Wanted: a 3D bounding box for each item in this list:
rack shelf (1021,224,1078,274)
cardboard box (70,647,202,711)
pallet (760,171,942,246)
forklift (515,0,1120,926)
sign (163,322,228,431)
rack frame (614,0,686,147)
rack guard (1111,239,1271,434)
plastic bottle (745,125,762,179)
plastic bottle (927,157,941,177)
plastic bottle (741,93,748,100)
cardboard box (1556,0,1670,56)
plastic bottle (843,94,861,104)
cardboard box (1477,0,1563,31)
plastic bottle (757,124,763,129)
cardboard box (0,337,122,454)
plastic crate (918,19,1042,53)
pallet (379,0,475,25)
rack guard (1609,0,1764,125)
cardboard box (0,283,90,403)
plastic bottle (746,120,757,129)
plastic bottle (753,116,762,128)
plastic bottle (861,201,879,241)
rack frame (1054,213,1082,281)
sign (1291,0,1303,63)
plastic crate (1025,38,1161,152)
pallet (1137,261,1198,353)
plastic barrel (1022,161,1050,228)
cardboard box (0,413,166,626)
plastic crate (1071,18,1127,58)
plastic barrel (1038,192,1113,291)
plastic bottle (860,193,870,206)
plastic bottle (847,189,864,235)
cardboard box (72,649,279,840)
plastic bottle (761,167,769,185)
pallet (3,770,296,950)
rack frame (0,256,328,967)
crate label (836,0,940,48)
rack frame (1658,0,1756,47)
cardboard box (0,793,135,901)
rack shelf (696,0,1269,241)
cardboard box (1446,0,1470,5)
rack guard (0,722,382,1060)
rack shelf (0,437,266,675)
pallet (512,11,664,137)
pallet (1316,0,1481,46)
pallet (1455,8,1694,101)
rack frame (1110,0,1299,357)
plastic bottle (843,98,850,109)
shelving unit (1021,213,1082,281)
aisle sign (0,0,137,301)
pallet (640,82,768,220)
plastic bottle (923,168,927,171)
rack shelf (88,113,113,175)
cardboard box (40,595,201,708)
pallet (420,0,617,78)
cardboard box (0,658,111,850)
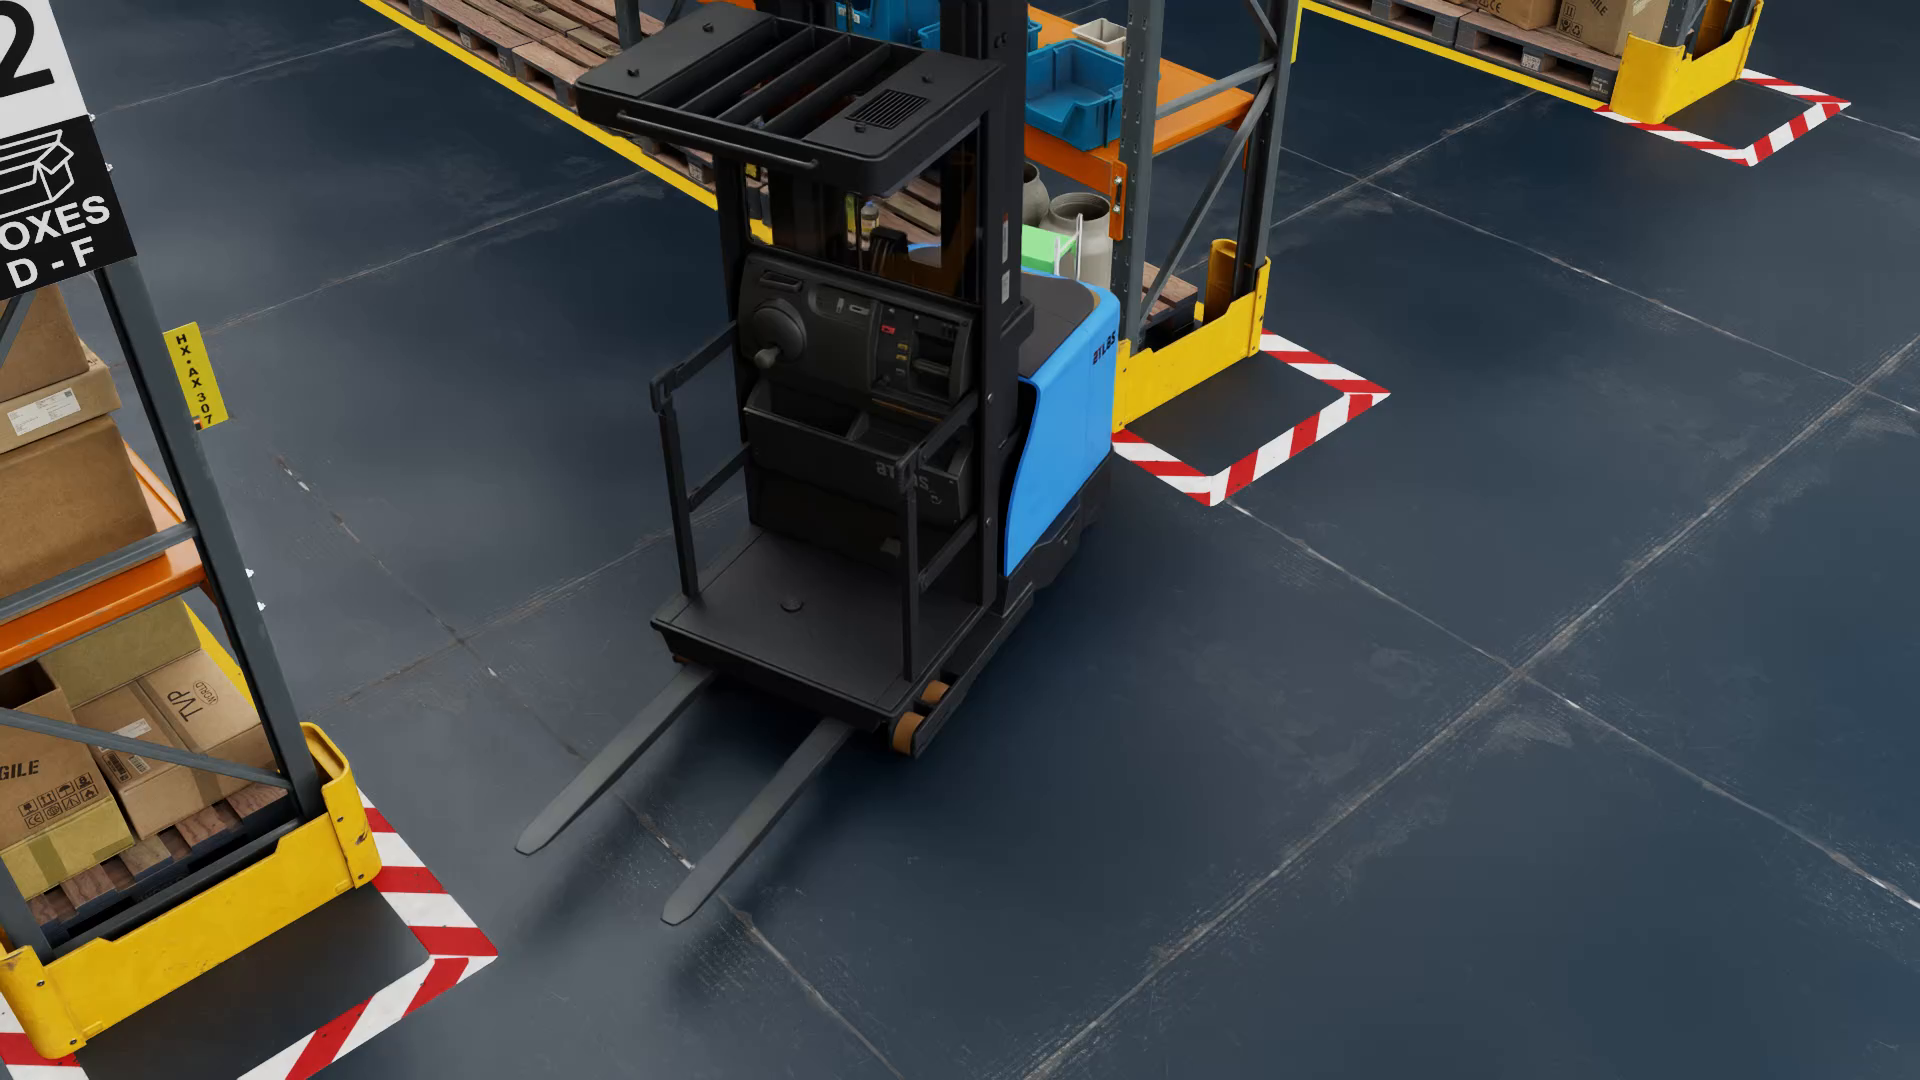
[{"bbox_3d":[0.242,-1.248,7.178,0.480,0.148,0.258,19,43,22],"label":"rack shelf"},{"bbox_3d":[-3.103,0.478,6.125,0.500,0.250,0.500,-30,48,-32],"label":"cardboard box"},{"bbox_3d":[-0.364,-1.832,9.350,1.003,0.211,1.213,-30,48,-32],"label":"pallet"},{"bbox_3d":[-0.481,-0.657,5.731,1.130,2.935,3.031,19,43,22],"label":"forklift"},{"bbox_3d":[-2.150,-0.456,4.675,0.100,0.325,0.005,-30,48,-32],"label":"sign"},{"bbox_3d":[-1.617,-3.810,9.580,1.000,3.000,0.127,-30,48,-32],"label":"rack frame"},{"bbox_3d":[1.002,-1.001,8.092,1.175,0.500,0.348,-30,48,-32],"label":"rack guard"},{"bbox_3d":[-1.168,-2.193,9.390,0.061,0.283,0.133,-28,47,-30],"label":"plastic bottle"},{"bbox_3d":[-0.140,-2.199,9.406,0.097,0.271,0.097,0,39,0],"label":"plastic bottle"},{"bbox_3d":[-1.271,-2.462,9.669,0.144,0.351,0.185,-30,48,-32],"label":"plastic bottle"},{"bbox_3d":[4.326,-3.551,10.914,0.500,0.500,0.500,-21,44,-24],"label":"cardboard box"},{"bbox_3d":[-0.621,-2.537,9.762,0.144,0.351,0.185,-30,48,-32],"label":"plastic bottle"},{"bbox_3d":[3.897,-3.813,11.239,0.500,0.500,0.500,-18,42,-21],"label":"cardboard box"},{"bbox_3d":[-1.122,-2.230,9.445,0.097,0.271,0.097,0,39,0],"label":"plastic bottle"},{"bbox_3d":[-2.670,-0.420,4.787,0.380,0.149,0.250,-30,48,-32],"label":"cardboard box"},{"bbox_3d":[0.094,-2.308,7.839,0.499,0.251,0.408,-30,48,-32],"label":"plastic crate"},{"bbox_3d":[-3.827,-4.201,12.284,1.003,0.211,1.213,-30,48,-32],"label":"pallet"},{"bbox_3d":[4.685,-3.126,10.723,1.175,0.500,0.348,-30,48,-32],"label":"rack guard"},{"bbox_3d":[-2.905,-0.645,4.549,0.700,0.500,0.500,-30,48,-32],"label":"cardboard box"},{"bbox_3d":[-1.249,-2.313,9.485,0.185,0.351,0.144,32,49,33],"label":"plastic bottle"},{"bbox_3d":[-1.190,-2.354,9.599,0.097,0.271,0.097,0,39,0],"label":"plastic bottle"},{"bbox_3d":[-0.477,-1.705,8.851,0.097,0.201,0.097,0,39,0],"label":"plastic bottle"},{"bbox_3d":[0.456,-0.851,7.349,0.015,1.200,0.240,19,43,22],"label":"rack frame"},{"bbox_3d":[1.496,-2.298,7.488,0.100,0.325,0.005,-30,48,-32],"label":"sign"},{"bbox_3d":[0.529,-2.005,7.464,0.499,0.251,0.616,-30,48,-32],"label":"plastic crate"},{"bbox_3d":[0.456,-1.267,8.651,1.003,0.211,1.213,-30,48,-32],"label":"pallet"},{"bbox_3d":[0.248,-1.658,8.562,0.421,0.512,0.421,0,39,0],"label":"plastic barrel"},{"bbox_3d":[-2.869,-0.116,4.927,0.700,0.500,0.500,-30,48,-32],"label":"cardboard box"},{"bbox_3d":[0.720,-2.407,8.053,0.298,0.136,0.250,-30,48,-32],"label":"plastic crate"},{"bbox_3d":[0.587,-1.426,8.275,0.421,0.512,0.421,0,39,0],"label":"plastic barrel"},{"bbox_3d":[-0.549,-1.911,9.040,0.061,0.283,0.133,-30,48,-32],"label":"plastic bottle"},{"bbox_3d":[-0.570,-1.783,8.882,0.061,0.283,0.133,-29,47,-31],"label":"plastic bottle"},{"bbox_3d":[-2.762,0.708,5.840,0.500,0.250,0.500,-30,48,-32],"label":"cardboard box"},{"bbox_3d":[-1.075,-2.114,9.357,0.097,0.201,0.097,0,39,0],"label":"plastic bottle"},{"bbox_3d":[-3.111,0.893,5.976,1.003,0.211,1.213,-30,48,-32],"label":"pallet"},{"bbox_3d":[-2.563,0.144,4.684,1.000,3.000,0.127,-30,48,-32],"label":"rack frame"},{"bbox_3d":[-0.356,-2.709,8.189,0.502,0.435,0.616,-30,48,-32],"label":"crate label"},{"bbox_3d":[4.736,-4.064,9.894,1.000,3.000,0.127,-30,48,-32],"label":"rack frame"},{"bbox_3d":[-3.143,0.928,5.568,0.500,0.250,0.500,-30,48,-32],"label":"cardboard box"},{"bbox_3d":[-0.265,-2.604,8.660,1.077,0.370,4.000,-30,48,-32],"label":"rack shelf"},{"bbox_3d":[3.487,-4.110,11.607,0.500,0.500,0.500,-25,45,-28],"label":"cardboard box"},{"bbox_3d":[-2.547,1.128,5.455,1.175,0.500,0.348,-30,48,-32],"label":"rack guard"},{"bbox_3d":[-3.916,-0.501,6.056,1.077,0.370,4.000,-30,48,-32],"label":"rack shelf"},{"bbox_3d":[-2.177,-3.072,10.886,1.003,0.211,1.213,-30,48,-32],"label":"pallet"},{"bbox_3d":[3.341,-3.969,11.997,1.003,0.211,1.213,-30,48,-32],"label":"pallet"},{"bbox_3d":[4.161,-3.405,11.298,1.003,0.211,1.213,-30,48,-32],"label":"pallet"},{"bbox_3d":[1.088,-1.959,7.288,1.000,3.000,0.127,-30,48,-32],"label":"rack frame"},{"bbox_3d":[-0.679,-2.455,9.714,0.061,0.283,0.133,-30,48,-32],"label":"plastic bottle"},{"bbox_3d":[0.242,-0.924,7.439,0.503,1.200,0.258,19,43,22],"label":"shelving unit"},{"bbox_3d":[-2.293,-0.967,3.991,0.394,0.787,0.004,-30,48,-32],"label":"aisle sign"},{"bbox_3d":[-1.194,-2.397,10.049,1.003,0.211,1.213,-30,48,-32],"label":"pallet"},{"bbox_3d":[-0.208,-2.245,9.464,0.097,0.271,0.097,0,39,0],"label":"plastic bottle"},{"bbox_3d":[-3.916,-1.668,5.113,1.077,0.370,4.000,-30,48,-32],"label":"rack shelf"},{"bbox_3d":[-3.102,0.186,5.890,0.500,0.500,0.500,-30,48,-32],"label":"cardboard box"},{"bbox_3d":[-3.006,-3.637,11.585,1.003,0.211,1.213,-30,48,-32],"label":"pallet"},{"bbox_3d":[-3.145,0.637,5.331,0.500,0.500,0.500,-30,48,-32],"label":"cardboard box"}]
